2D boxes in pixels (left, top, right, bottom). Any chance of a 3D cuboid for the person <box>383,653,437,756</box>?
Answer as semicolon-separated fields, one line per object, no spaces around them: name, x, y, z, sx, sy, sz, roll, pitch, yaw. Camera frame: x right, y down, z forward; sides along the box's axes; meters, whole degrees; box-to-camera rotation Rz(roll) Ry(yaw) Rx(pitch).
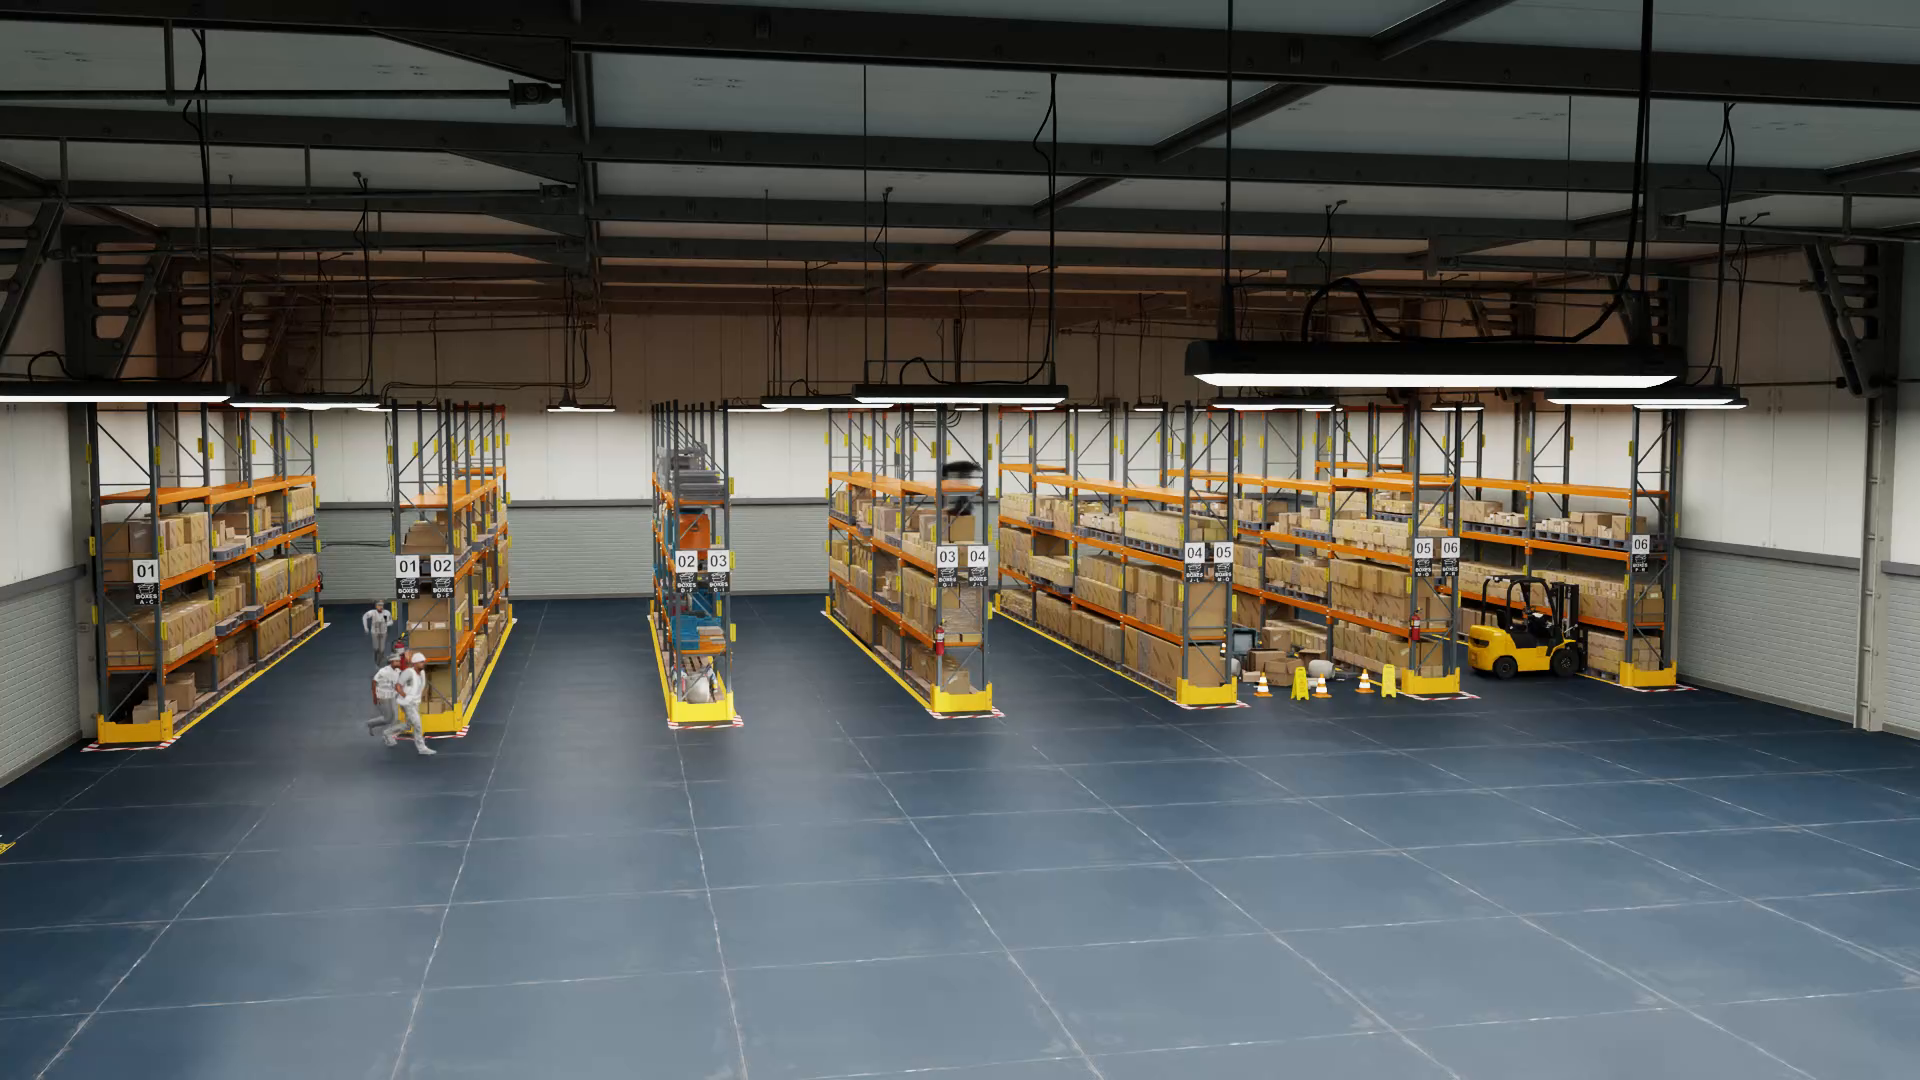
person;-9.314;2.755;27.942;0.960;1.738;0.684;1;4;16

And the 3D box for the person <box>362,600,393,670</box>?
person;-13.017;2.118;37.235;0.615;1.613;0.684;-2;5;-28

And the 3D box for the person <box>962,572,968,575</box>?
person;0.183;1.210;48.894;0.590;1.664;0.922;2;5;28

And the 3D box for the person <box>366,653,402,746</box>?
person;-9.994;2.748;28.905;0.703;1.619;0.566;1;5;19
